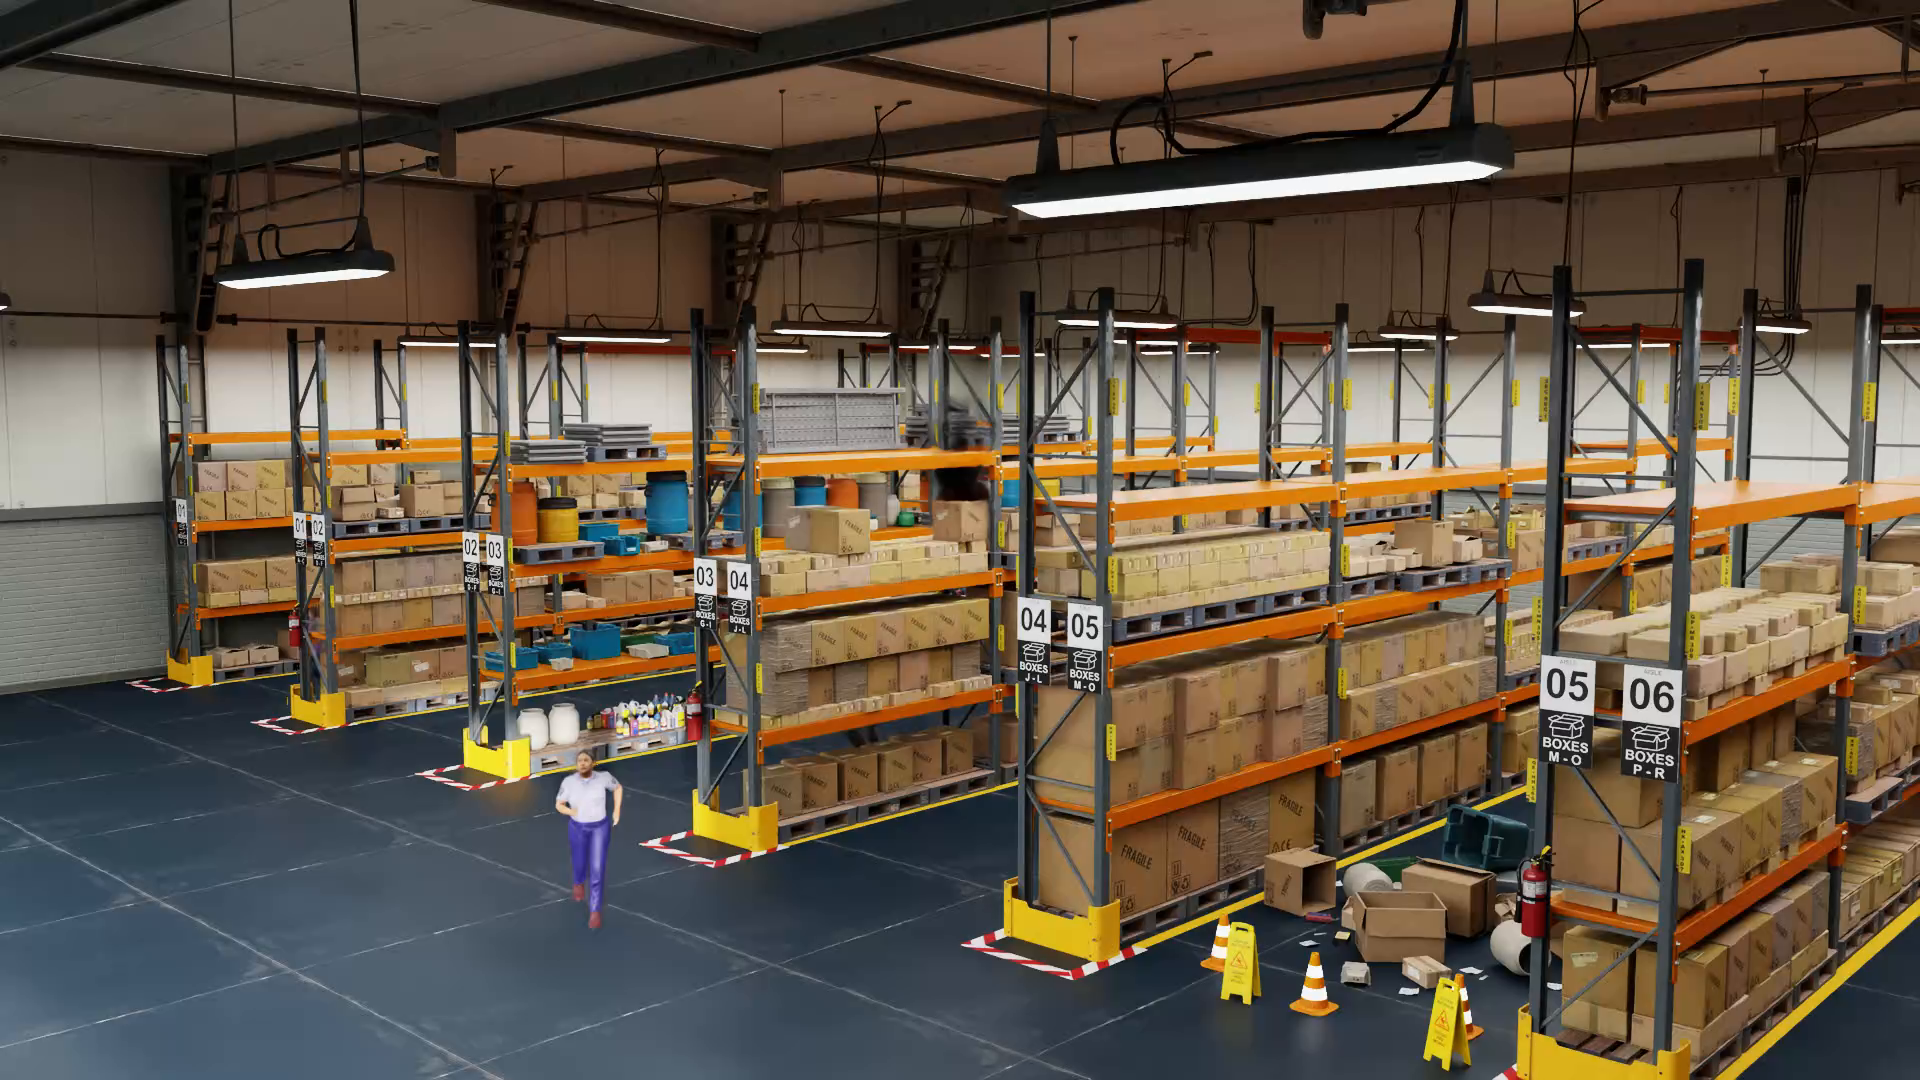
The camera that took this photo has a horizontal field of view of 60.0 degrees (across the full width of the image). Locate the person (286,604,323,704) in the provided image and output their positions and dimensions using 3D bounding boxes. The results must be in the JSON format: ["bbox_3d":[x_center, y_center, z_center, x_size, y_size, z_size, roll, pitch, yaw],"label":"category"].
[{"bbox_3d":[-10.509,1.827,26.887,0.539,1.573,0.844,5,7,43],"label":"person"}]

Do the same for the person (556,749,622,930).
[{"bbox_3d":[-3.596,2.837,16.151,0.614,1.675,0.939,-1,5,-6],"label":"person"}]

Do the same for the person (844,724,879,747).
[{"bbox_3d":[-1.331,2.228,22.526,0.550,1.626,0.646,4,7,36],"label":"person"}]

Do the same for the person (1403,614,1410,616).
[{"bbox_3d":[6.757,1.965,25.174,0.582,1.679,0.658,3,6,30],"label":"person"}]
